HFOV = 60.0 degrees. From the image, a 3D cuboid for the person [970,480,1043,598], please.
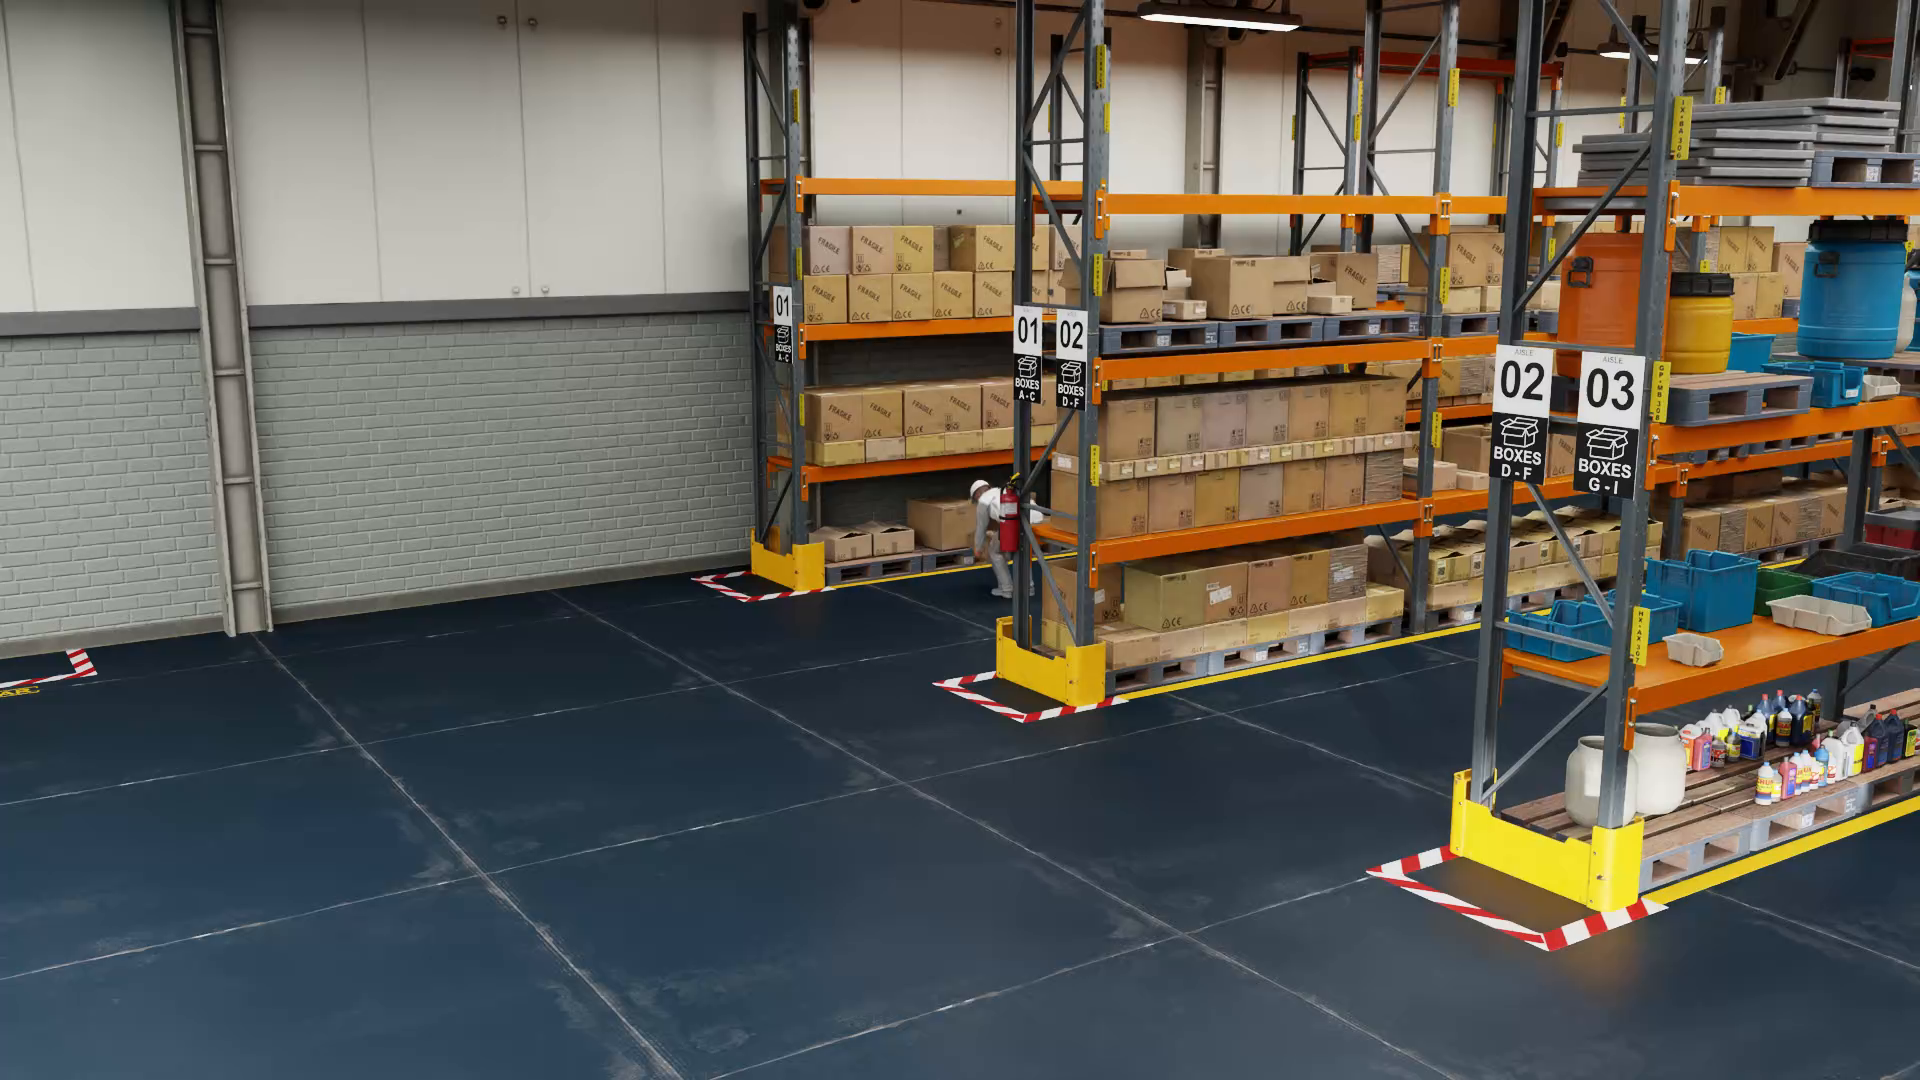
[{"bbox_3d":[0.452,-0.013,17.531,0.487,1.155,0.988,-8,14,-35],"label":"person"}]
